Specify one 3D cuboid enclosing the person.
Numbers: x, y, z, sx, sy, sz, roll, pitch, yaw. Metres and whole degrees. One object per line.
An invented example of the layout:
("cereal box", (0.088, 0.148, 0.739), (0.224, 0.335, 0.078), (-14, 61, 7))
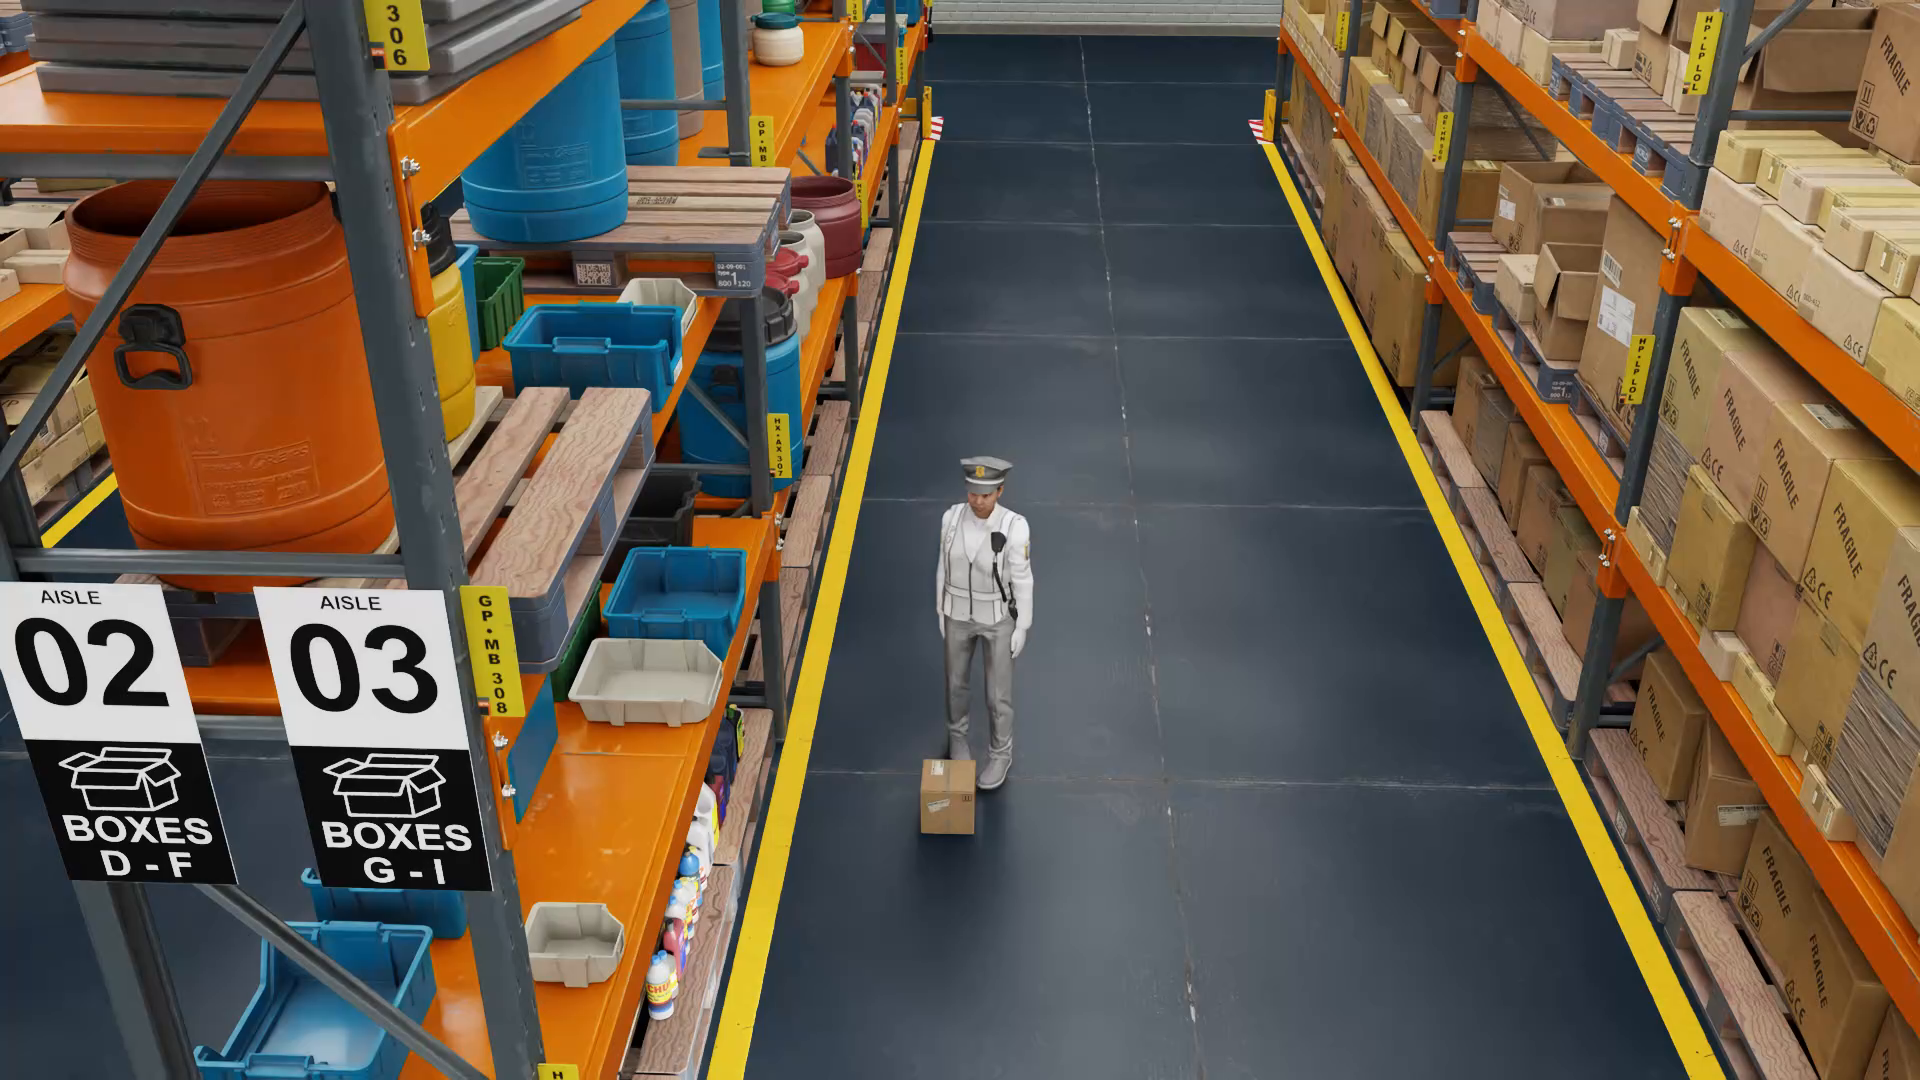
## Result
("person", (0.102, 0.396, 7.900), (0.482, 1.718, 0.416), (9, 30, 17))
